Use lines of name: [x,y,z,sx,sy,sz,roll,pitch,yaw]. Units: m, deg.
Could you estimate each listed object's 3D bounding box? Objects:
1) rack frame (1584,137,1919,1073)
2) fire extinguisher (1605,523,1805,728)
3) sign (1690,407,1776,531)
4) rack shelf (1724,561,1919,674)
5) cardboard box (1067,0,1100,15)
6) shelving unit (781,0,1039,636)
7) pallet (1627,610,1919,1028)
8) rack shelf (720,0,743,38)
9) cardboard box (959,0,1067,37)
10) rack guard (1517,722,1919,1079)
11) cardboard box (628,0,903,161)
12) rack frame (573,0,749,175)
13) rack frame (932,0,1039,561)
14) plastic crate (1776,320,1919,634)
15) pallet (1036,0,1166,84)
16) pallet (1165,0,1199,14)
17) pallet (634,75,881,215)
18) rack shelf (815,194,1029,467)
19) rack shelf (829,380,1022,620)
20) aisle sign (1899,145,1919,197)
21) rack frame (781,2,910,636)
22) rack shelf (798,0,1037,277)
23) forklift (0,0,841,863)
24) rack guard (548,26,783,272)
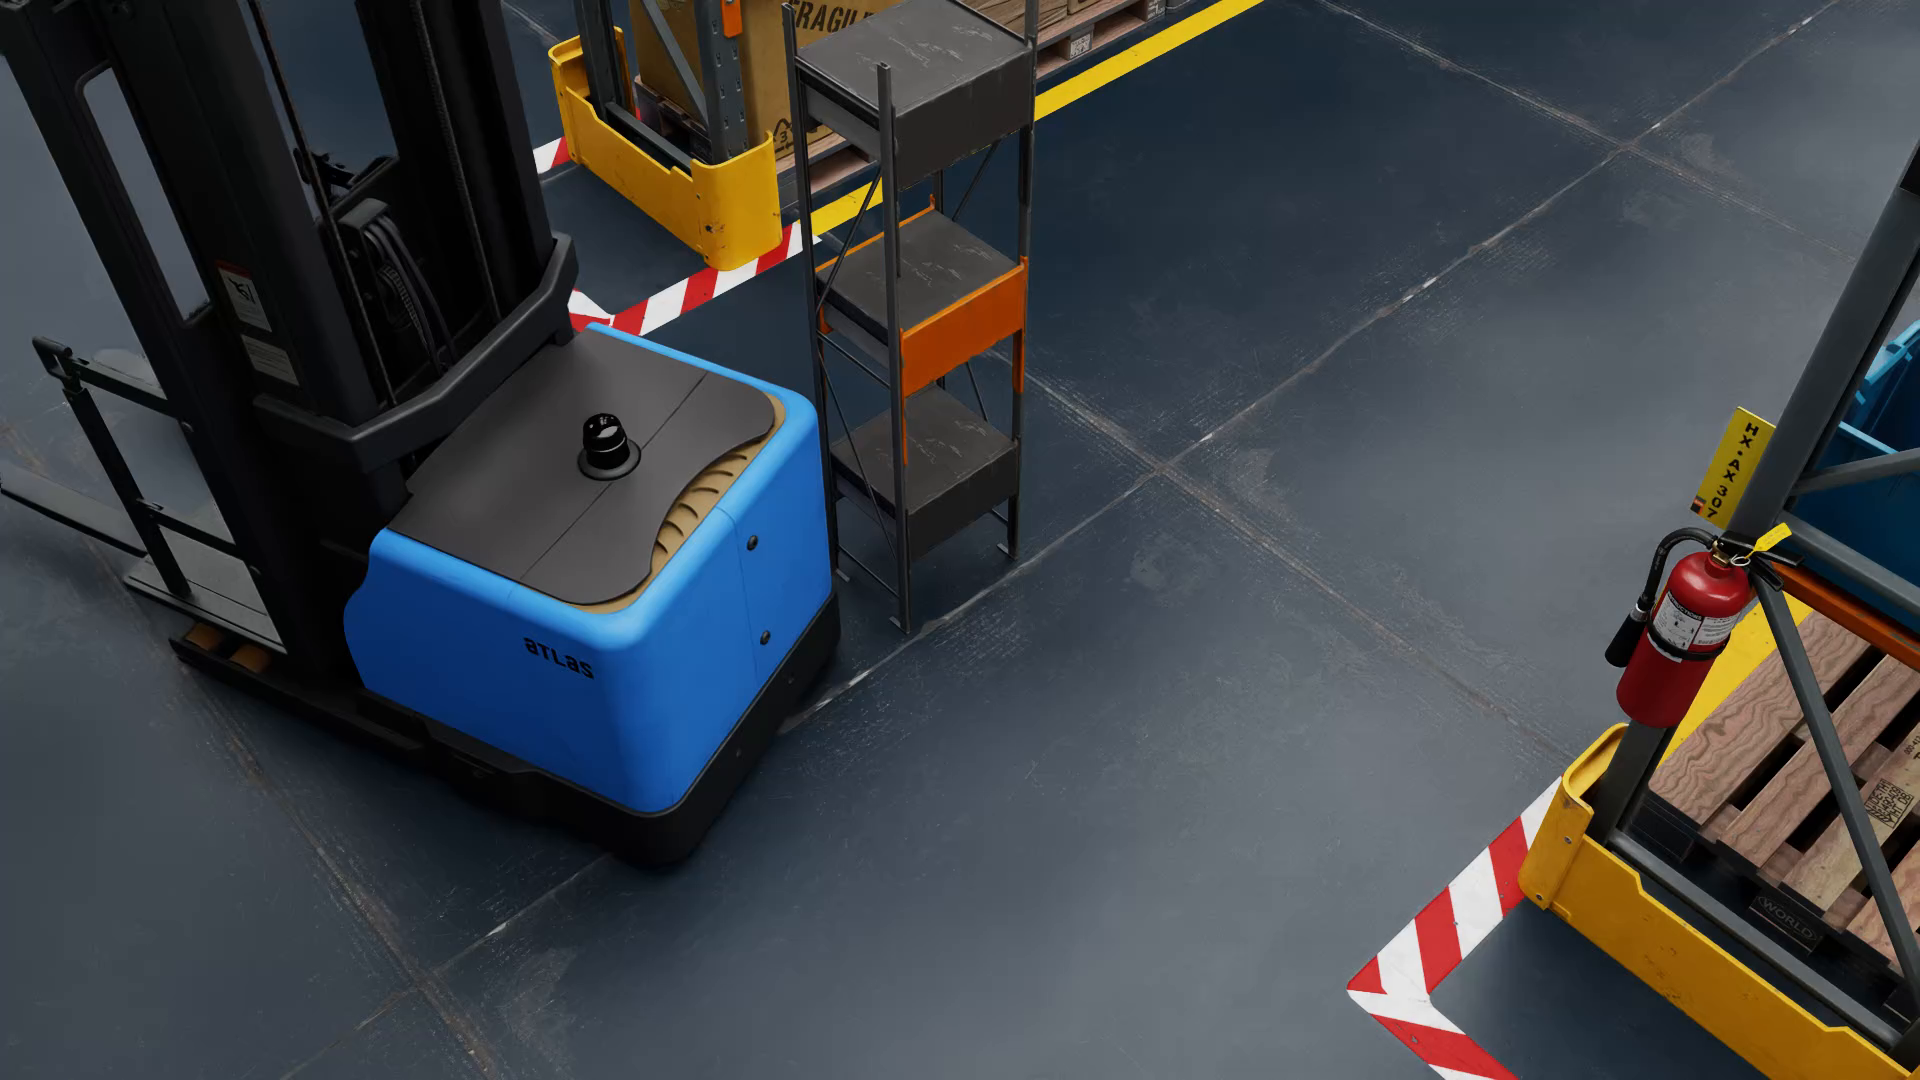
rack frame: [2.122,0.191,3.533,0.127,3.000,1.000,-34,56,-27]
fire extinguisher: [1.705,0.171,3.857,0.183,0.674,0.296,-34,56,-27]
sign: [1.740,-0.155,3.741,0.005,0.325,0.100,-34,56,-27]
rack shelf: [3.602,-0.554,4.709,4.000,0.370,1.077,-34,56,-27]
cardboard box: [0.541,-3.174,7.798,0.875,0.875,0.875,-34,56,-27]
shelving unit: [-0.122,-0.630,4.903,0.503,2.100,0.431,-34,56,-27]
pallet: [2.758,0.750,4.914,1.213,0.211,1.003,-34,56,-27]
rack shelf: [0.270,-3.247,7.195,4.000,0.370,1.077,-34,56,-27]
cardboard box: [-0.117,-2.734,7.392,0.875,0.875,0.875,-34,56,-27]
rack guard: [2.113,1.058,4.434,0.348,0.500,1.175,-34,56,-27]
cardboard box: [-0.790,-2.284,6.976,0.875,0.875,0.875,-34,56,-27]
rack frame: [-1.210,-2.502,6.018,0.127,3.000,1.000,-34,56,-27]
rack frame: [0.058,-0.751,5.014,0.015,2.100,0.400,-34,56,-27]
plastic crate: [2.244,-0.108,3.744,0.499,0.435,0.616,-34,56,-27]
pallet: [0.231,-2.595,8.000,1.213,0.211,1.003,-34,56,-27]
pallet: [1.134,-3.201,8.560,1.213,0.211,1.003,-34,56,-27]
pallet: [-0.671,-1.994,7.447,1.213,0.211,1.003,-34,56,-27]
rack shelf: [-0.122,-0.621,4.913,0.480,0.518,0.431,-34,56,-27]
rack shelf: [-0.122,-0.146,5.427,0.480,0.518,0.431,-34,56,-27]
aisle sign: [1.872,-0.814,2.691,0.004,0.787,0.394,-34,56,-27]
rack frame: [-0.303,-0.510,4.791,0.015,2.100,0.400,-34,56,-27]
rack shelf: [-0.123,-1.096,4.398,0.480,0.518,0.431,-34,56,-27]
forklift: [-1.937,-0.829,4.520,3.031,2.935,1.130,20,50,18]
rack guard: [-1.228,-1.643,6.925,0.348,0.500,1.175,-34,56,-27]
